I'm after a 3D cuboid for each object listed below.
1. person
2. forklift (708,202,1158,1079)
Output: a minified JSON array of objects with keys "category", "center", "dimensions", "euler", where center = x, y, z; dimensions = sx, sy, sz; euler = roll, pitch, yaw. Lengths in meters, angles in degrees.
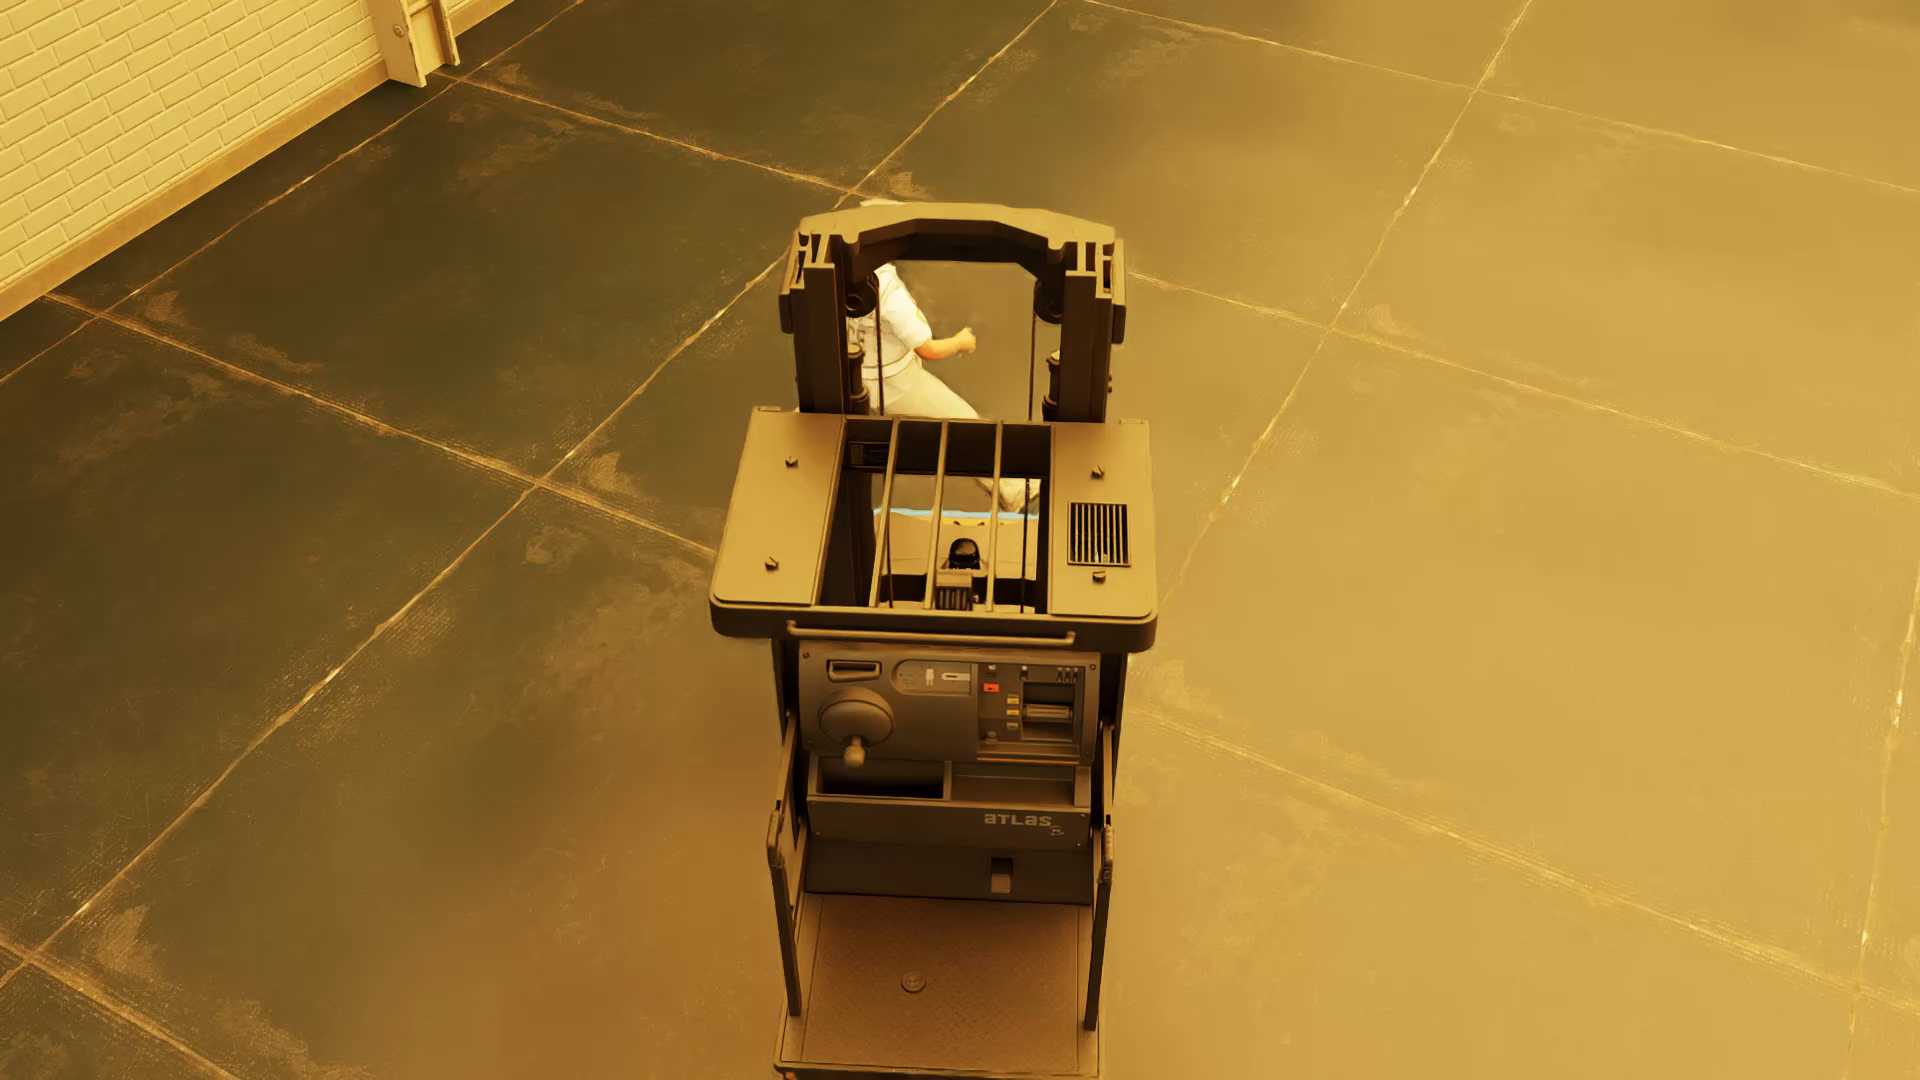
[{"category":"person","center":[-0.301,-0.907,7.627],"dimensions":[0.932,1.565,1.265],"euler":[-30,51,-28]},{"category":"forklift","center":[-0.045,0.610,5.007],"dimensions":[1.130,2.935,3.031],"euler":[2,43,2]}]
